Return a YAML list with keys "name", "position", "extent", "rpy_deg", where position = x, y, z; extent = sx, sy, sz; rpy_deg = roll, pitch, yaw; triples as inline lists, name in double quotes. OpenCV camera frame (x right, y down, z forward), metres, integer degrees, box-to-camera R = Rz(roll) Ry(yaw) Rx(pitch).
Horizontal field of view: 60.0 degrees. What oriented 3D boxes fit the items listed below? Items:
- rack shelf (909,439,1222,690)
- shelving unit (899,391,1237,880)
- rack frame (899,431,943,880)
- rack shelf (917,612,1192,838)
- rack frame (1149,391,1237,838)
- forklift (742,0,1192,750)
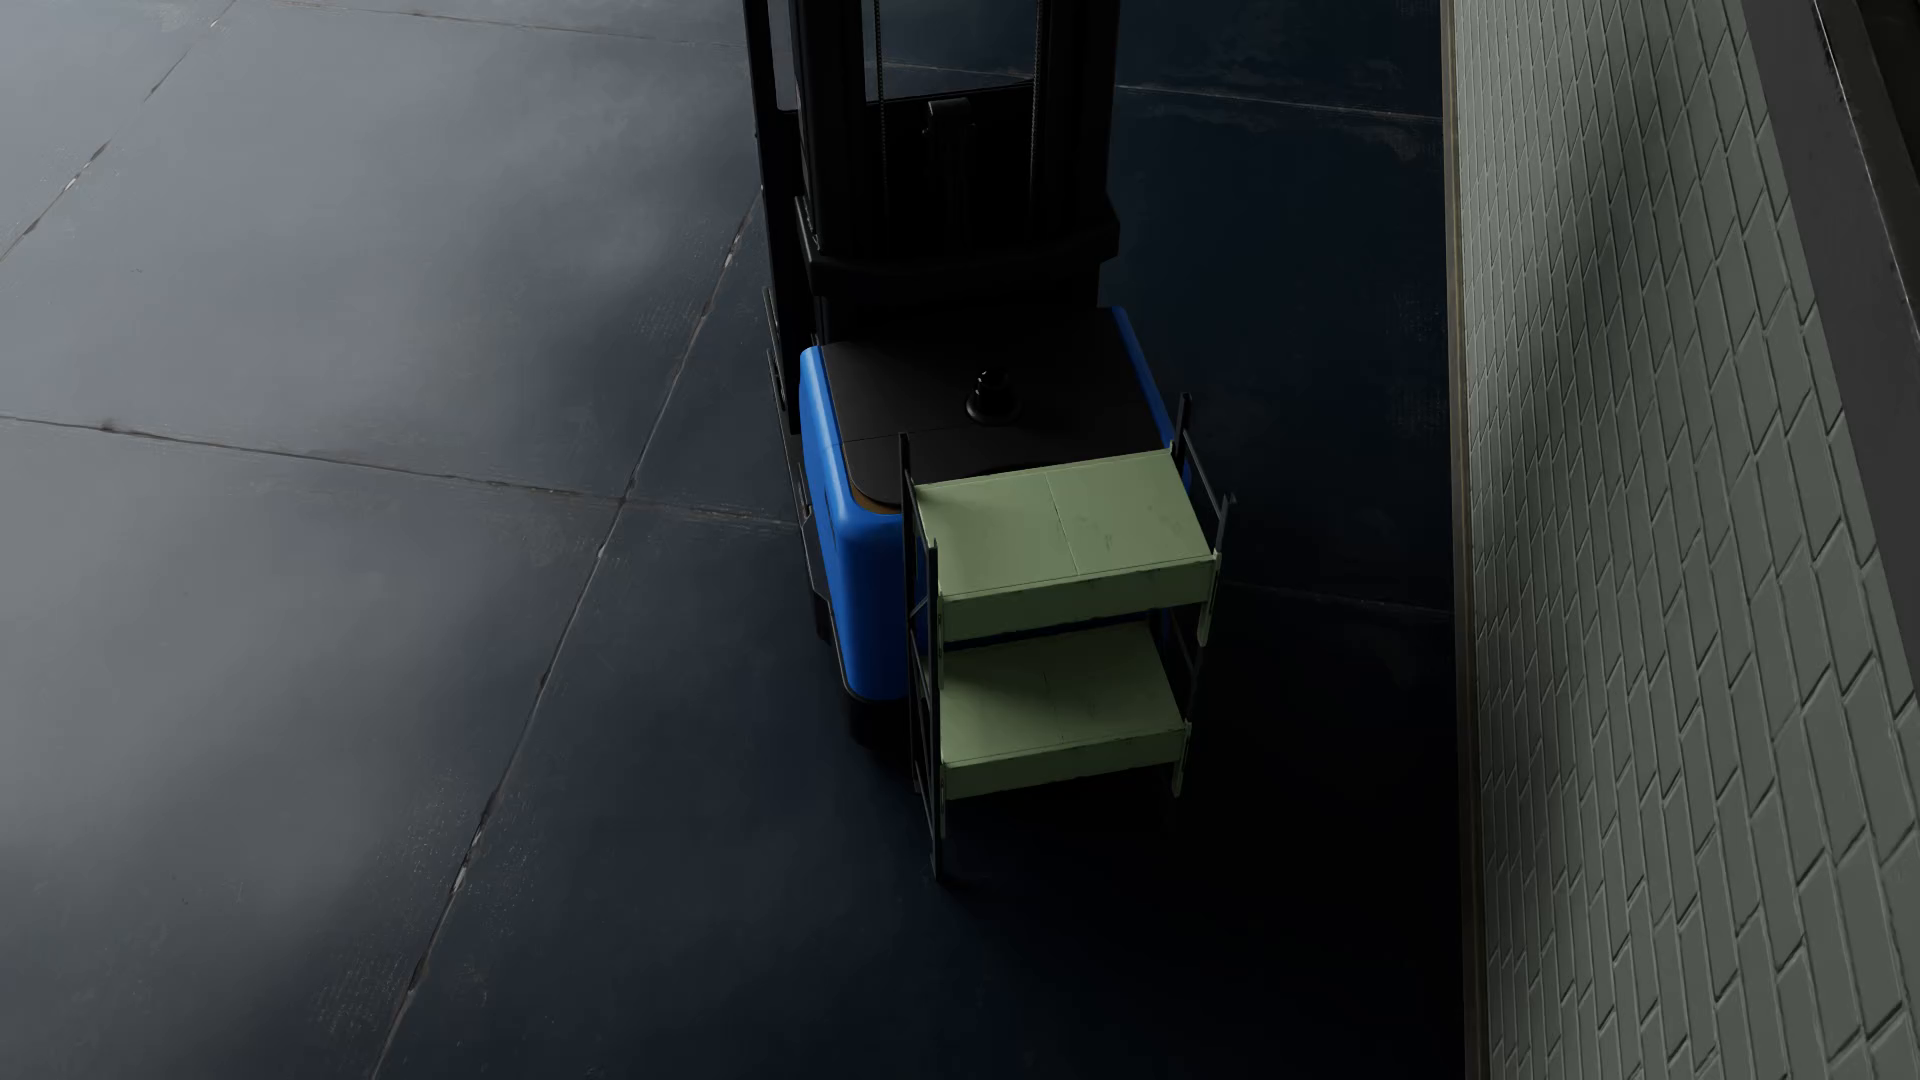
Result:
- name: "rack shelf"
  position: [0.256, 0.061, 4.339]
  extent: [0.720, 0.370, 0.431]
  rpy_deg: [-9, 49, -8]
- name: "shelving unit"
  position: [0.256, 0.322, 4.629]
  extent: [0.755, 1.500, 0.431]
  rpy_deg: [-9, 49, -8]
- name: "rack frame"
  position: [-0.102, 0.377, 4.580]
  extent: [0.023, 1.500, 0.400]
  rpy_deg: [-9, 49, -8]
- name: "rack shelf"
  position: [0.256, 0.540, 4.872]
  extent: [0.720, 0.370, 0.431]
  rpy_deg: [-9, 49, -8]
- name: "rack frame"
  position: [0.615, 0.268, 4.678]
  extent: [0.023, 1.500, 0.400]
  rpy_deg: [-9, 49, -8]
- name: "forklift"
  position: [-0.126, -1.438, 5.249]
  extent: [1.130, 2.935, 3.031]
  rpy_deg: [-9, 49, -8]
